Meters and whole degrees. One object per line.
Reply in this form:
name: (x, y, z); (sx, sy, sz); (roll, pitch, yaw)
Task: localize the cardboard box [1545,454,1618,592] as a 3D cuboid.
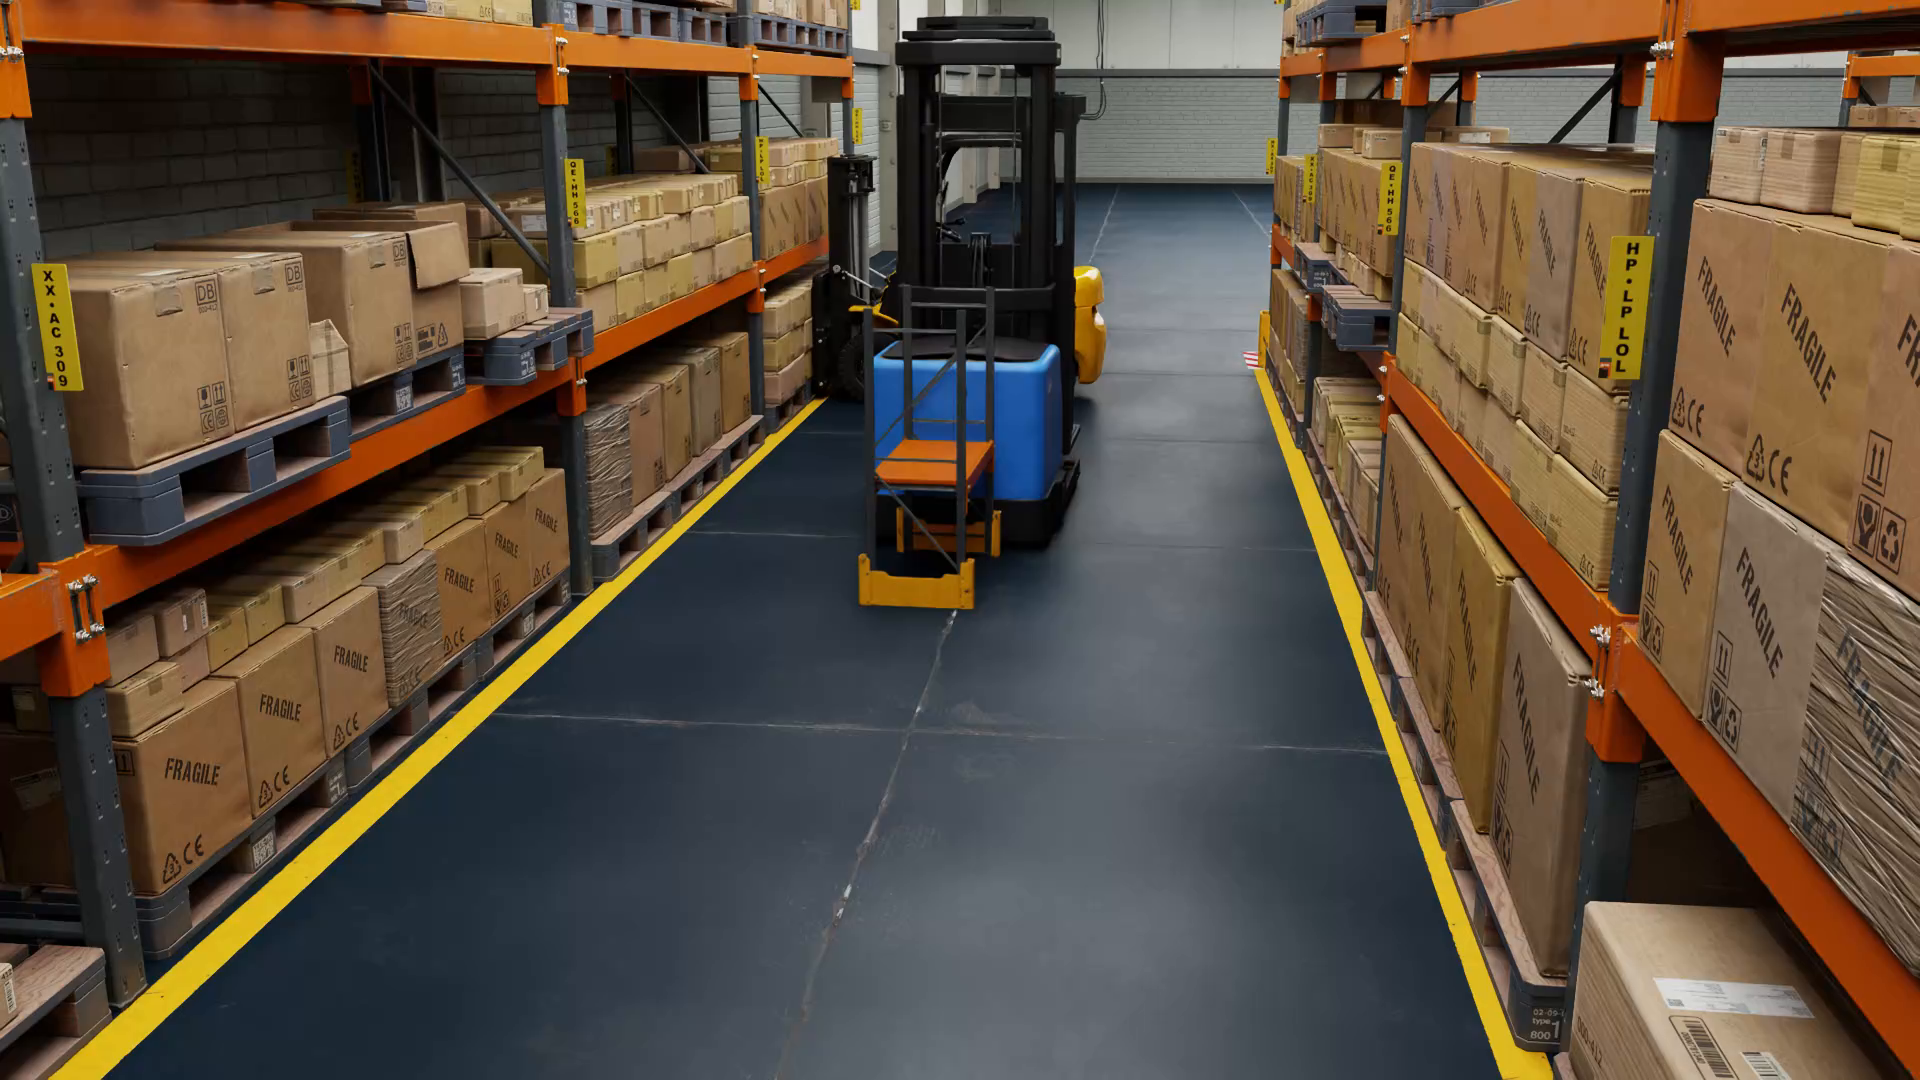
cardboard box: (1.869, -0.048, 4.379); (0.500, 0.250, 0.500); (1, 15, 5)

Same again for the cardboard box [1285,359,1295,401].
cardboard box: (2.822, -1.246, 12.987); (0.500, 0.250, 0.500); (1, 15, 5)

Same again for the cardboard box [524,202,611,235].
cardboard box: (-2.054, -1.684, 8.707); (0.380, 0.149, 0.250); (2, 15, 7)

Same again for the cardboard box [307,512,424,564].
cardboard box: (-2.393, -0.009, 6.692); (0.380, 0.149, 0.250); (1, 15, 4)

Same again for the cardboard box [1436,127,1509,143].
cardboard box: (3.072, -2.401, 9.988); (0.380, 0.149, 0.250); (1, 15, 4)

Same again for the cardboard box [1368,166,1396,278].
cardboard box: (2.296, -1.554, 8.098); (0.500, 0.500, 0.500); (1, 15, 5)

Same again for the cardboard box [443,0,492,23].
cardboard box: (-2.284, -2.284, 6.902); (0.500, 0.250, 0.500); (2, 15, 6)

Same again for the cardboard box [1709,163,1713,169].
cardboard box: (2.494, -0.896, 5.120); (0.500, 0.500, 0.500); (1, 15, 5)

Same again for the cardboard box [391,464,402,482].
cardboard box: (-2.837, -0.294, 7.744); (0.380, 0.149, 0.250); (2, 15, 8)

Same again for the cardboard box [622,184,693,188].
cardboard box: (-1.893, -2.150, 10.433); (0.380, 0.149, 0.250); (2, 15, 7)

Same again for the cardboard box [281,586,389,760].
cardboard box: (-2.474, 0.476, 6.139); (0.500, 0.500, 0.500); (1, 15, 5)

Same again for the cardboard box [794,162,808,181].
cardboard box: (-1.469, -3.053, 13.772); (0.380, 0.149, 0.250); (1, 15, 5)

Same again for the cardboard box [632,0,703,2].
cardboard box: (-1.887, -3.478, 10.207); (0.500, 0.311, 0.500); (1, 15, 4)

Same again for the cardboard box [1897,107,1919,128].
cardboard box: (8.104, -3.201, 13.397); (0.875, 0.550, 0.550); (2, 15, 6)

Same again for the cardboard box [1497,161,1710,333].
cardboard box: (1.998, -0.916, 5.195); (0.500, 0.500, 0.500); (2, 15, 8)

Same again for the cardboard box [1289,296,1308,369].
cardboard box: (2.828, -1.602, 12.866); (0.500, 0.500, 0.500); (2, 15, 7)

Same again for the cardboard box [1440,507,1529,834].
cardboard box: (2.154, 0.429, 5.595); (0.875, 0.875, 0.875); (2, 15, 8)

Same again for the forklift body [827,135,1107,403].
forklift body: (0.090, -2.298, 14.042); (2.313, 2.155, 1.214); (2, 15, 6)

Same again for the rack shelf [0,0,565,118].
rack shelf: (-2.637, -1.761, 6.059); (1.077, 0.370, 4.000); (2, 15, 6)

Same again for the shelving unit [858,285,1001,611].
shelving unit: (-0.142, -0.520, 8.710); (0.587, 1.500, 1.083); (2, 15, 9)

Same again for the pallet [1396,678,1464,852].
pallet: (2.217, 0.830, 6.187); (1.003, 0.211, 1.213); (2, 15, 6)

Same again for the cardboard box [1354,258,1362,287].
cardboard box: (2.302, -1.410, 8.808); (0.380, 0.149, 0.250); (1, 15, 4)

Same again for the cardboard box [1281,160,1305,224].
cardboard box: (2.983, -2.919, 13.949); (0.500, 0.500, 0.500); (1, 15, 5)

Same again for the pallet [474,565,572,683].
pallet: (-2.534, 0.360, 7.927); (1.003, 0.211, 1.213); (2, 15, 6)

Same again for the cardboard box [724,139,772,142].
cardboard box: (-1.881, -3.478, 14.775); (0.380, 0.149, 0.250); (2, 15, 7)

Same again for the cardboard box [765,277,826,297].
cardboard box: (-1.415, -2.088, 14.186); (0.500, 0.250, 0.500); (1, 15, 5)

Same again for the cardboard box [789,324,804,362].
cardboard box: (-1.544, -1.580, 13.264); (0.500, 0.250, 0.500); (2, 15, 6)

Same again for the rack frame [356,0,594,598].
rack frame: (-2.412, -1.179, 8.275); (1.000, 3.000, 0.127); (2, 15, 6)

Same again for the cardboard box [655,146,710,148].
cardboard box: (-2.172, -3.013, 13.053); (0.380, 0.149, 0.250); (1, 15, 5)

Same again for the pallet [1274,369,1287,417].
pallet: (3.148, -1.218, 13.760); (1.003, 0.211, 1.213); (2, 15, 6)

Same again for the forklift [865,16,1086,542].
forklift: (0.197, -1.742, 10.487); (1.130, 2.935, 3.031); (2, 15, 9)

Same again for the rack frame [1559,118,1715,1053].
rack frame: (2.069, 0.004, 3.901); (1.000, 3.000, 0.127); (2, 15, 6)

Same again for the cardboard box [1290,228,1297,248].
cardboard box: (2.868, -2.439, 13.417); (0.380, 0.149, 0.250); (2, 15, 7)

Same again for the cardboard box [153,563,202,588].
cardboard box: (-2.978, 0.177, 6.004); (0.380, 0.149, 0.250); (2, 15, 8)

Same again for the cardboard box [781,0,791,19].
cardboard box: (-1.521, -4.101, 12.820); (0.380, 0.149, 0.250); (2, 15, 8)

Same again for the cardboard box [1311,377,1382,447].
cardboard box: (2.915, -0.869, 11.360); (0.950, 0.372, 0.625); (2, 15, 7)

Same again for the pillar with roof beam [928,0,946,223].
pillar with roof beam: (3.825, -10.537, 31.392); (9.100, 9.000, 0.400); (2, 15, 6)

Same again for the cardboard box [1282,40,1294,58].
cardboard box: (3.063, -4.359, 14.770); (0.380, 0.149, 0.250); (2, 15, 6)

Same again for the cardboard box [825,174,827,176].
cardboard box: (-1.371, -3.032, 14.938); (0.500, 0.500, 0.500); (2, 15, 8)

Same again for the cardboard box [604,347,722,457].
cardboard box: (-2.103, -0.936, 11.122); (0.875, 0.625, 0.625); (2, 15, 6)

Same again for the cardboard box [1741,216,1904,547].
cardboard box: (1.712, -0.280, 2.844); (0.500, 0.500, 0.500); (1, 15, 6)

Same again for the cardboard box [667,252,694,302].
cardboard box: (-1.946, -1.613, 10.168); (0.500, 0.250, 0.500); (2, 15, 8)

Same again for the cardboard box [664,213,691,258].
cardboard box: (-1.952, -1.854, 10.101); (0.500, 0.250, 0.500); (2, 15, 7)

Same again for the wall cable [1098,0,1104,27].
wall cable: (5.236, -15.361, 45.504); (3.097, 2.526, 0.112); (2, 15, 6)

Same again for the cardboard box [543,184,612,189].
cardboard box: (-2.410, -2.164, 10.483); (0.380, 0.149, 0.250); (2, 15, 6)

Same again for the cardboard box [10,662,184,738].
cardboard box: (-2.558, 0.464, 4.940); (0.380, 0.149, 0.250); (2, 15, 9)

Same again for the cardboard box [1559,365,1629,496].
cardboard box: (1.877, -0.287, 4.305); (0.500, 0.250, 0.500); (2, 15, 6)

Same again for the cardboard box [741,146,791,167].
cardboard box: (-1.539, -2.996, 12.991); (0.380, 0.149, 0.250); (2, 15, 8)

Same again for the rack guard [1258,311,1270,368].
rack guard: (3.415, -1.882, 15.665); (1.175, 0.500, 0.348); (2, 15, 6)

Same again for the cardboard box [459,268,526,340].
cardboard box: (-2.209, -1.026, 7.193); (0.500, 0.250, 0.500); (1, 15, 4)

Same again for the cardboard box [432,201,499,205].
cardboard box: (-2.658, -1.702, 8.775); (0.380, 0.149, 0.250); (2, 15, 8)

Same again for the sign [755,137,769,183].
sign: (-1.420, -2.724, 11.921); (0.100, 0.325, 0.005); (2, 15, 6)

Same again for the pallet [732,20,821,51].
pallet: (-1.750, -4.159, 13.720); (1.003, 0.211, 1.213); (2, 15, 6)

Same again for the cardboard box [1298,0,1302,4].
cardboard box: (2.933, -4.410, 13.431); (0.380, 0.149, 0.250); (2, 15, 8)

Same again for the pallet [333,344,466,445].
pallet: (-2.627, -0.582, 6.434); (1.003, 0.211, 1.213); (2, 15, 6)

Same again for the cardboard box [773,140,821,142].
cardboard box: (-1.442, -3.464, 14.721); (0.380, 0.149, 0.250); (2, 15, 7)

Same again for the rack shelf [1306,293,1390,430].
rack shelf: (2.746, -1.205, 9.750); (1.077, 0.370, 4.000); (2, 15, 6)
